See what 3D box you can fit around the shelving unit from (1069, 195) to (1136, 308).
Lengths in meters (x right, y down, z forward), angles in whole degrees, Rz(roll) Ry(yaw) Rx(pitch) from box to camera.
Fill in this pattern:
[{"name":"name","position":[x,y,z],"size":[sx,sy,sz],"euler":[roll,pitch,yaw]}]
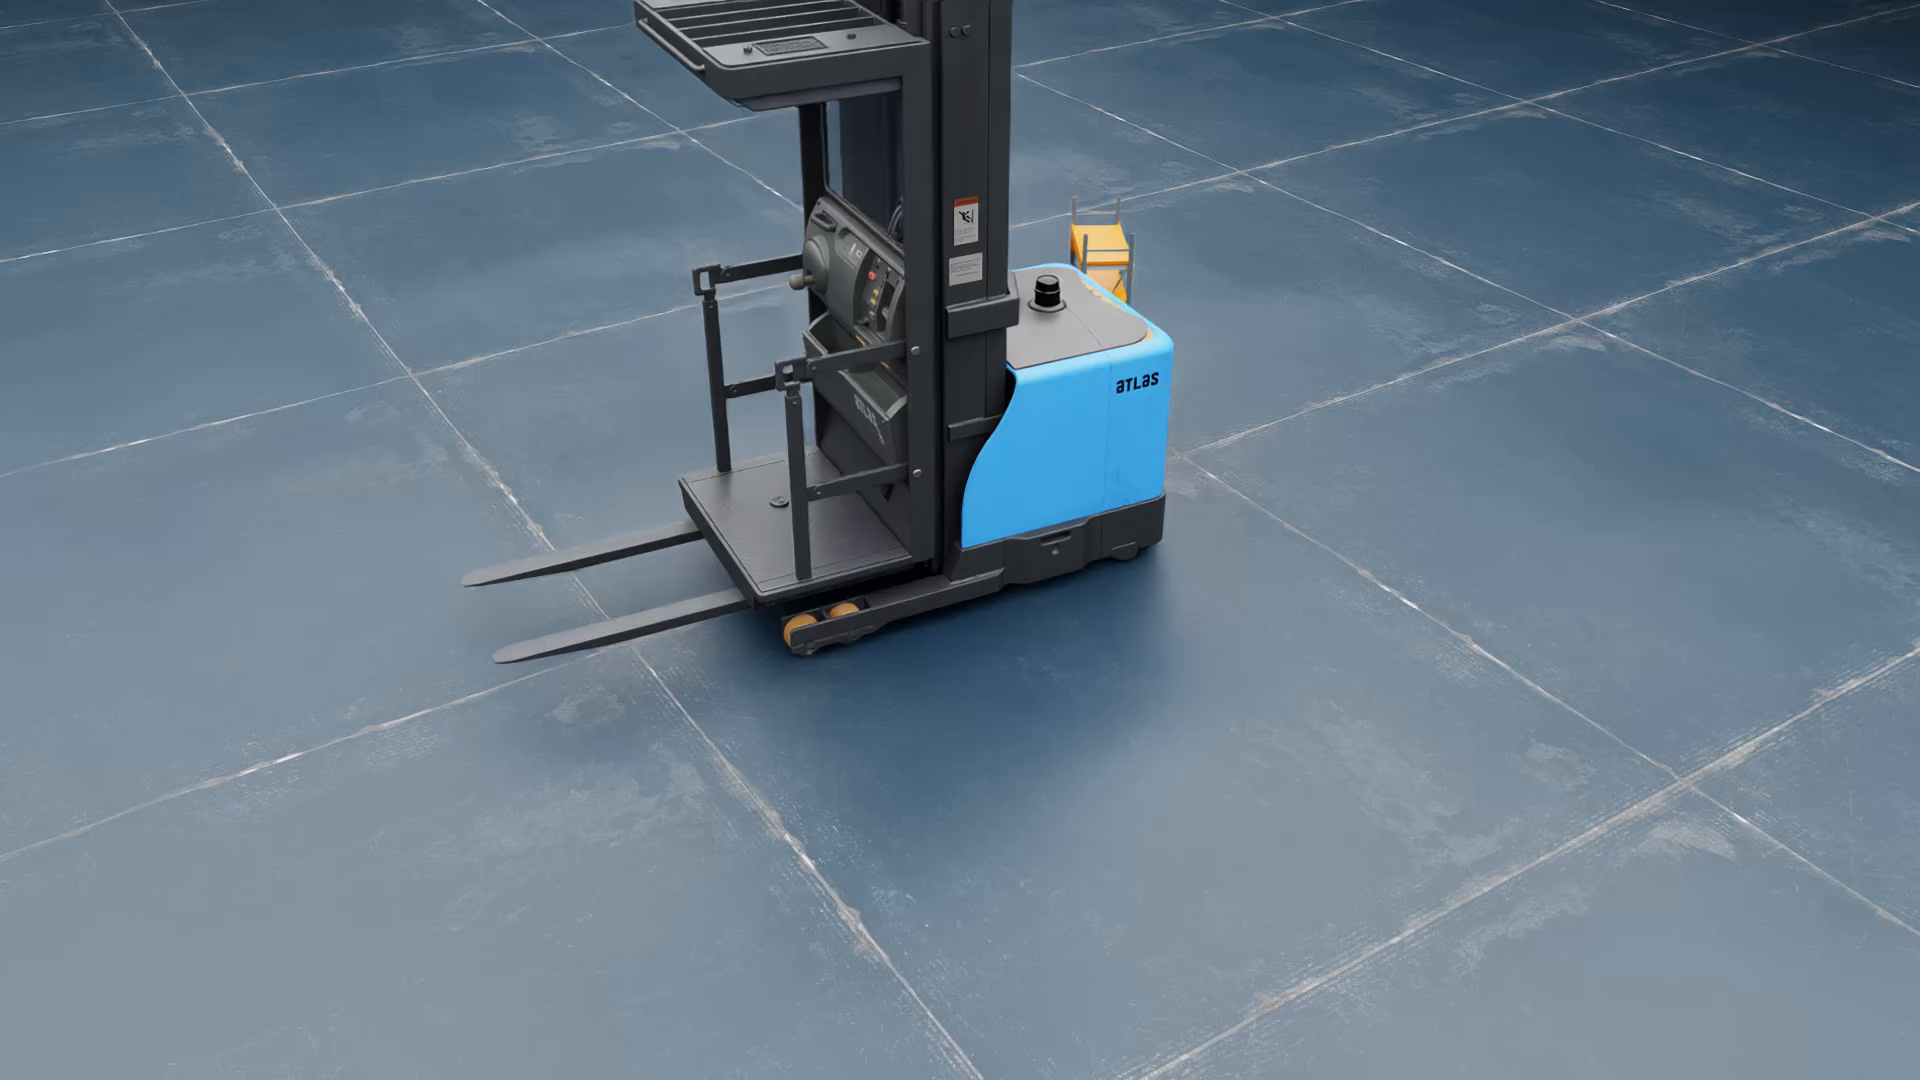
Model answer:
[{"name":"shelving unit","position":[0.687,-1.052,8.293],"size":[0.258,1.200,0.503],"euler":[-2,32,-3]}]

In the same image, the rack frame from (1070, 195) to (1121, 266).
[{"name":"rack frame","position":[0.673,-1.182,8.499],"size":[0.240,1.200,0.015],"euler":[-2,32,-3]}]

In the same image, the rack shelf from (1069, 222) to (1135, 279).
[{"name":"rack shelf","position":[0.687,-1.384,8.084],"size":[0.258,0.148,0.480],"euler":[-2,32,-3]}]

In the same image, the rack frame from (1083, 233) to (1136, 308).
[{"name":"rack frame","position":[0.701,-0.922,8.087],"size":[0.240,1.200,0.015],"euler":[-2,32,-3]}]

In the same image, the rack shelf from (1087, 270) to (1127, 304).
[{"name":"rack shelf","position":[0.687,-1.184,8.210],"size":[0.258,0.148,0.480],"euler":[-2,32,-3]}]

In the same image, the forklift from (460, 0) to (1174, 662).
[{"name":"forklift","position":[-0.622,-1.082,6.718],"size":[3.031,2.935,1.130],"euler":[-14,35,-21]}]
